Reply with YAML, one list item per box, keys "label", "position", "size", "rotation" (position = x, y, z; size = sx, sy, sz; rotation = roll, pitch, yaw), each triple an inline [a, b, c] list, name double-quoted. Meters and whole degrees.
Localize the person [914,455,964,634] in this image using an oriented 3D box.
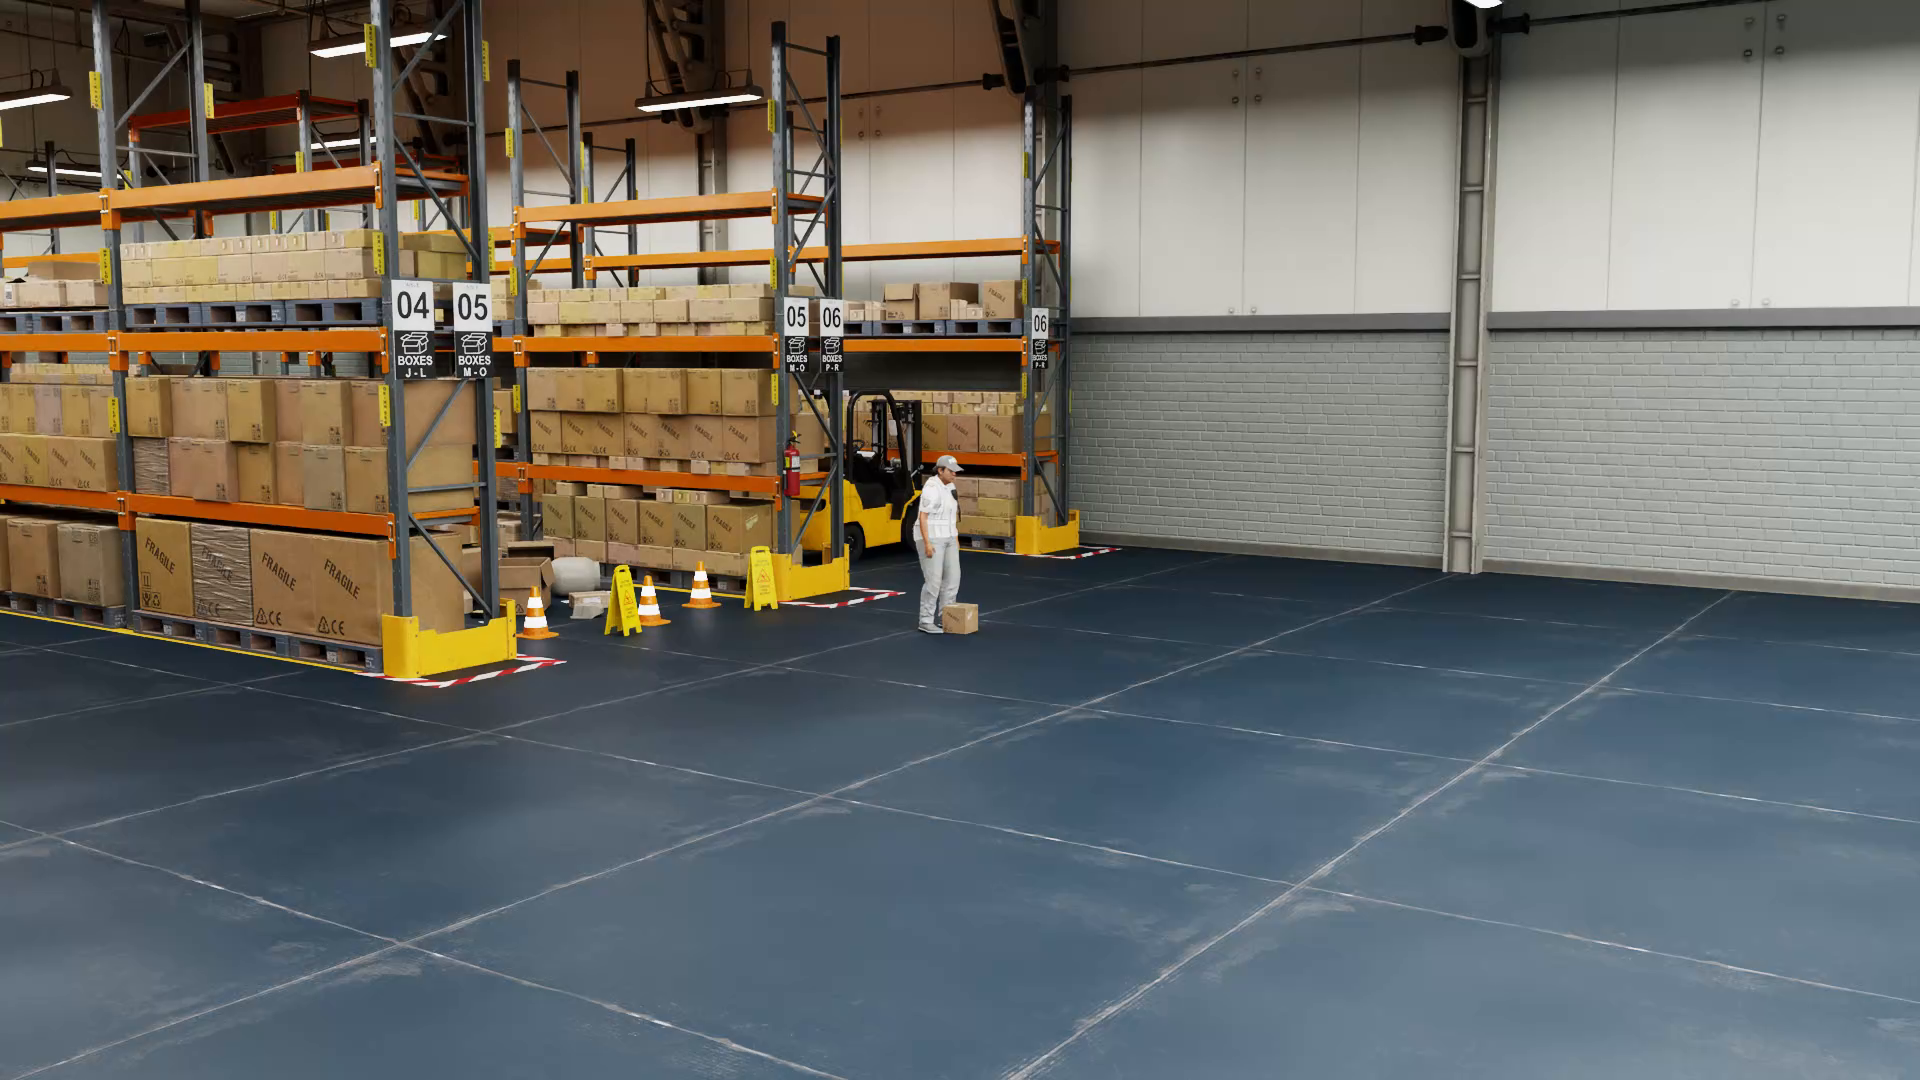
- label: "person"
  position: [-0.184, 0.025, 15.759]
  size: [0.466, 1.666, 0.538]
  rotation: [4, 8, 34]
